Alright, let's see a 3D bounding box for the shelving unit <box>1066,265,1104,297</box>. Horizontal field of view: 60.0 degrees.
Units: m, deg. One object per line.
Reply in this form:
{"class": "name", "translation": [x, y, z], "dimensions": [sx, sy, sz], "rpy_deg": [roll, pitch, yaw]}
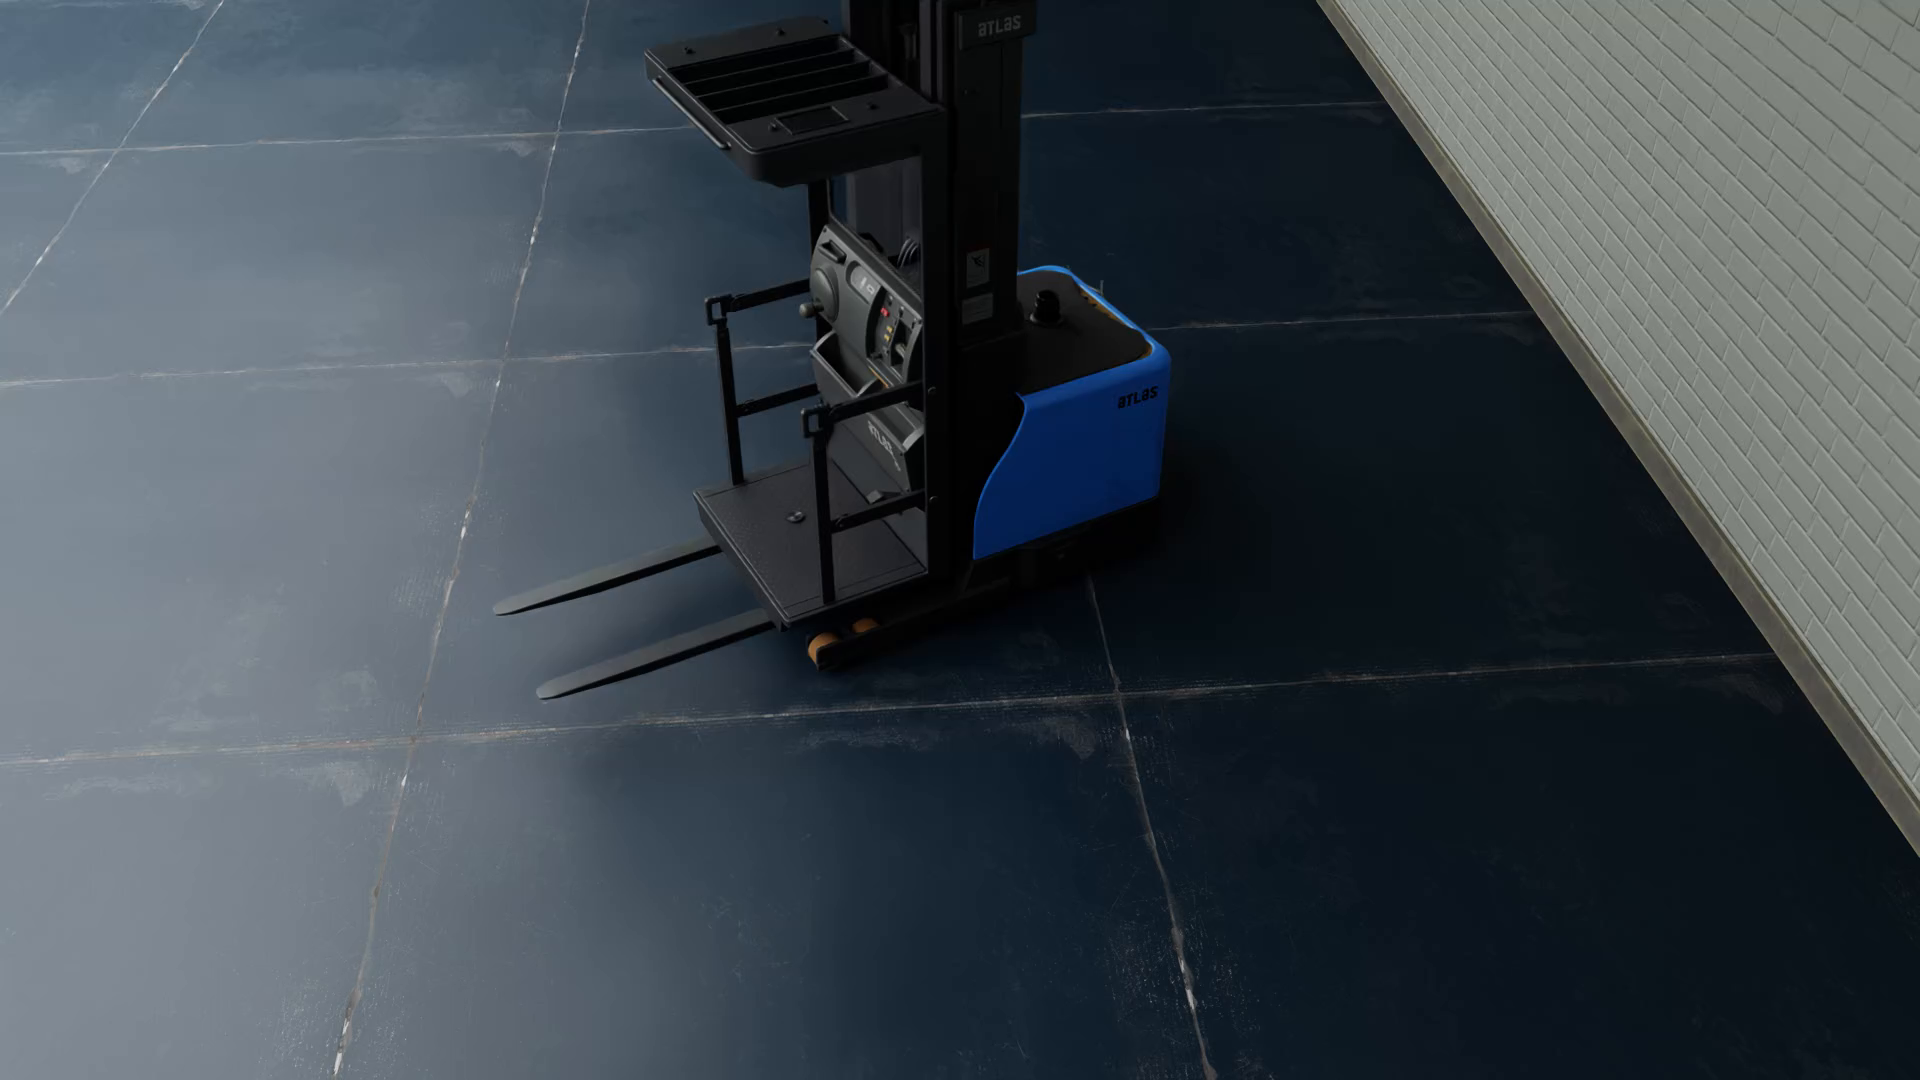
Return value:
{"class": "shelving unit", "translation": [0.556, -0.934, 8.529], "dimensions": [0.258, 0.900, 0.210], "rpy_deg": [29, 47, 32]}

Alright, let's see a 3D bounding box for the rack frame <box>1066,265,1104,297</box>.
{"class": "rack frame", "translation": [0.625, -0.980, 8.588], "dimensions": [0.240, 0.900, 0.006], "rpy_deg": [29, 47, 32]}

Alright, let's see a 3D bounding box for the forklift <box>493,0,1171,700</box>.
{"class": "forklift", "translation": [-0.579, -0.954, 6.915], "dimensions": [3.031, 2.935, 1.130], "rpy_deg": [-19, 42, -22]}
